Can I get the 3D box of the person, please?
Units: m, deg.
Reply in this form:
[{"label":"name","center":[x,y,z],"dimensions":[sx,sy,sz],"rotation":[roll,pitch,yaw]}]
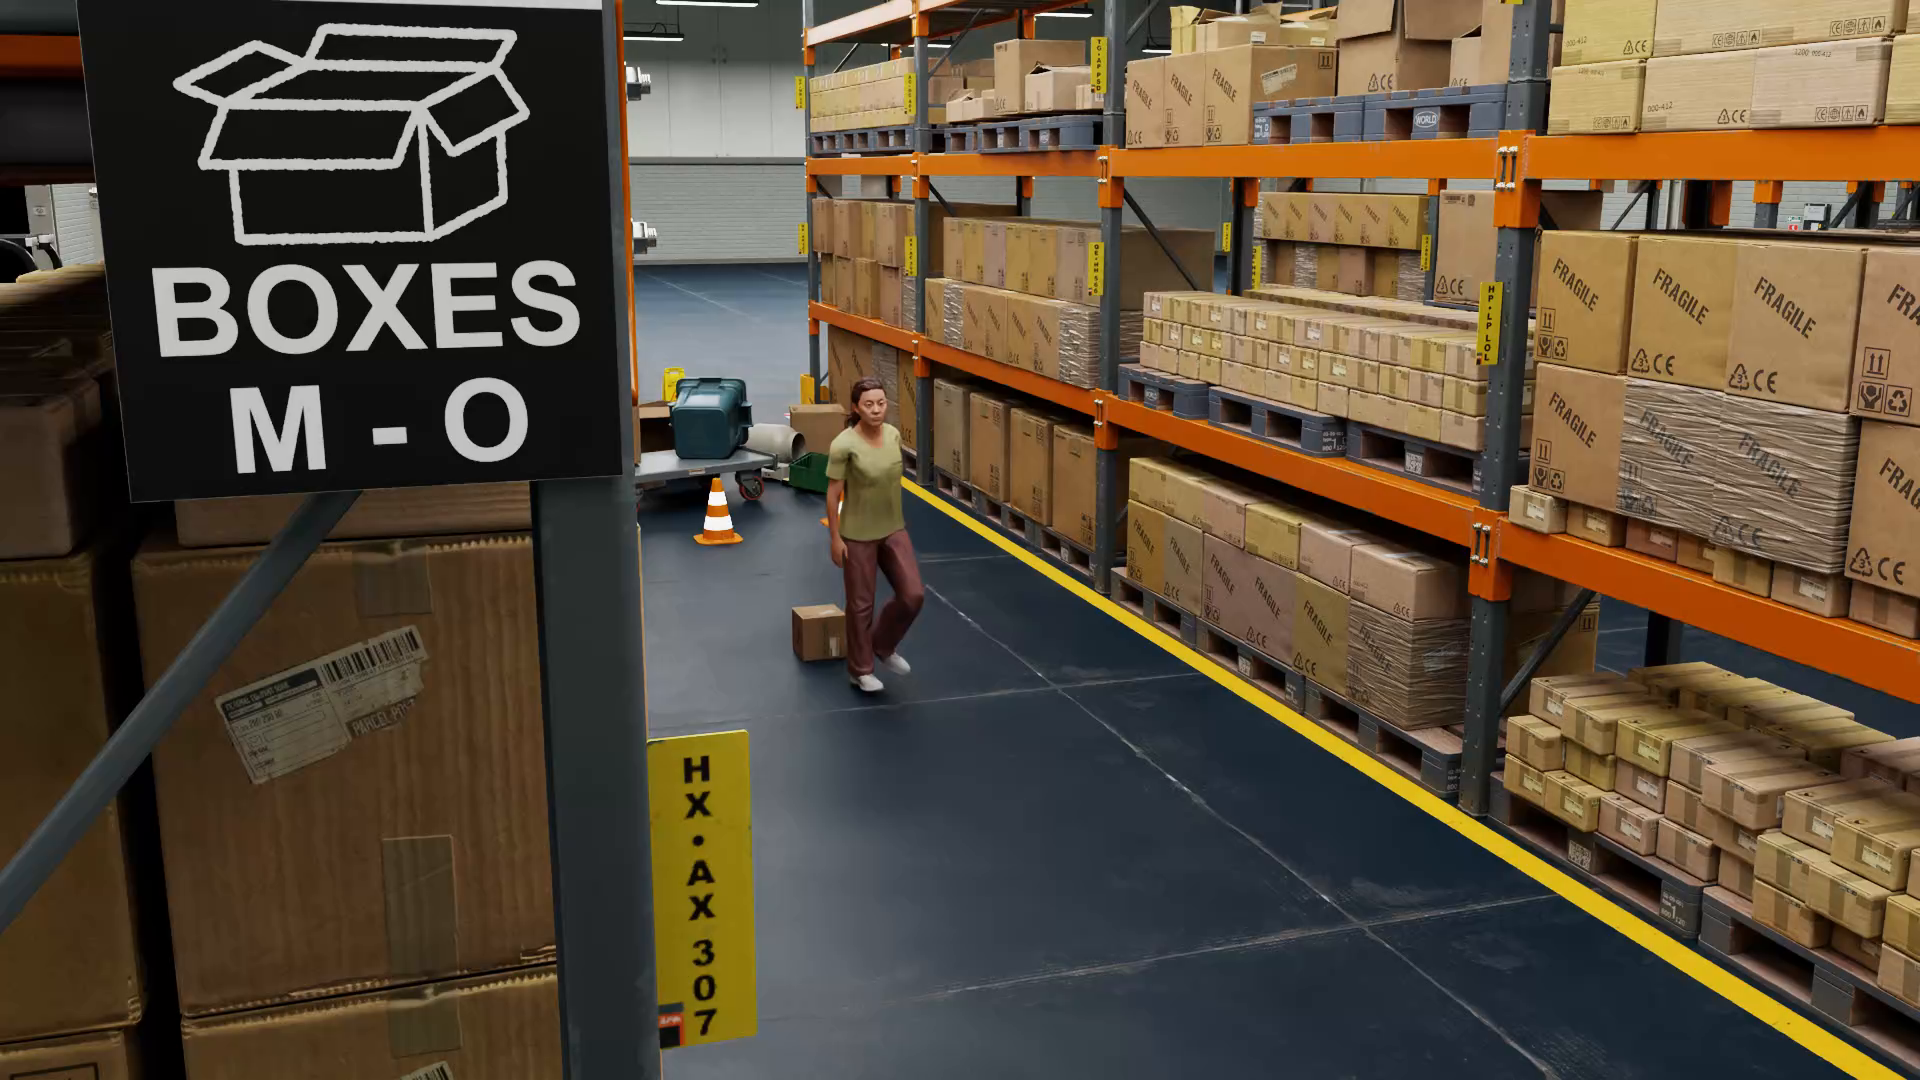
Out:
[{"label":"person","center":[-0.455,-0.021,8.511],"dimensions":[0.498,1.657,0.455],"rotation":[-8,15,-31]}]
